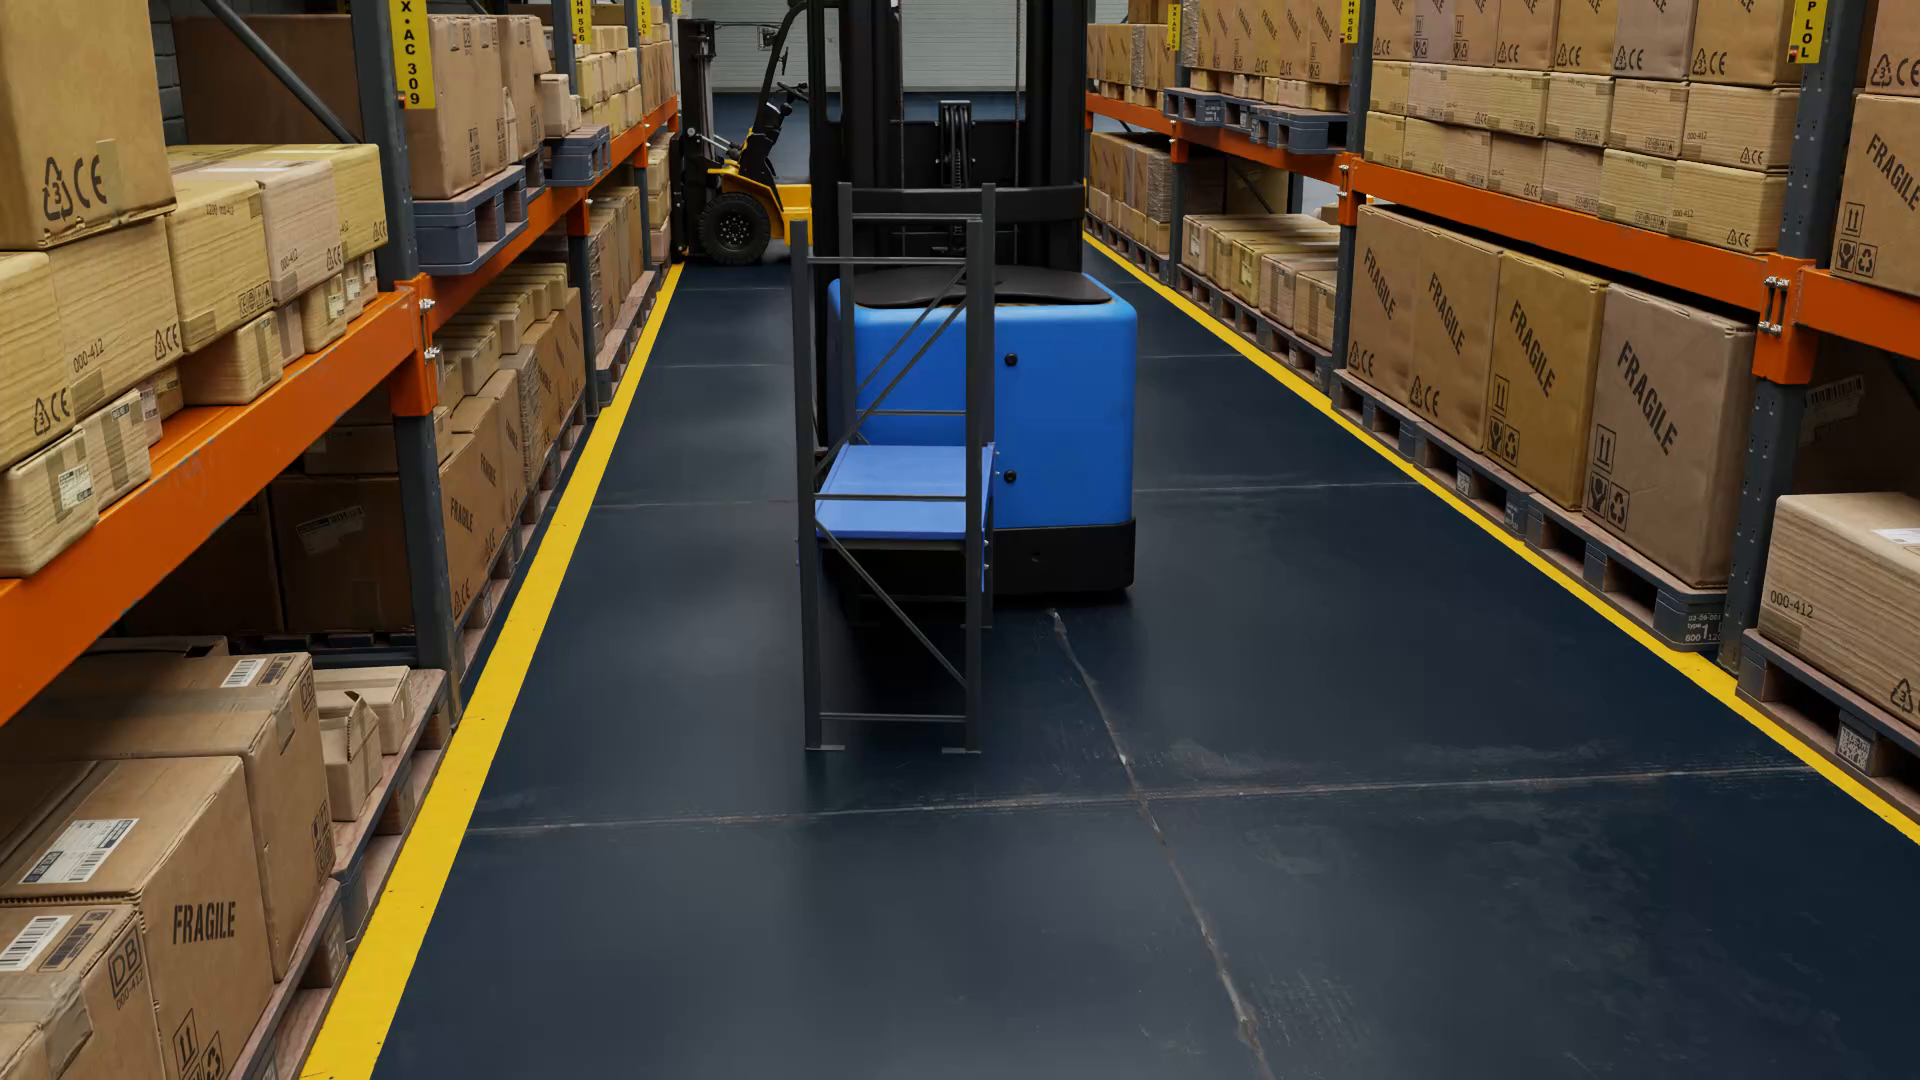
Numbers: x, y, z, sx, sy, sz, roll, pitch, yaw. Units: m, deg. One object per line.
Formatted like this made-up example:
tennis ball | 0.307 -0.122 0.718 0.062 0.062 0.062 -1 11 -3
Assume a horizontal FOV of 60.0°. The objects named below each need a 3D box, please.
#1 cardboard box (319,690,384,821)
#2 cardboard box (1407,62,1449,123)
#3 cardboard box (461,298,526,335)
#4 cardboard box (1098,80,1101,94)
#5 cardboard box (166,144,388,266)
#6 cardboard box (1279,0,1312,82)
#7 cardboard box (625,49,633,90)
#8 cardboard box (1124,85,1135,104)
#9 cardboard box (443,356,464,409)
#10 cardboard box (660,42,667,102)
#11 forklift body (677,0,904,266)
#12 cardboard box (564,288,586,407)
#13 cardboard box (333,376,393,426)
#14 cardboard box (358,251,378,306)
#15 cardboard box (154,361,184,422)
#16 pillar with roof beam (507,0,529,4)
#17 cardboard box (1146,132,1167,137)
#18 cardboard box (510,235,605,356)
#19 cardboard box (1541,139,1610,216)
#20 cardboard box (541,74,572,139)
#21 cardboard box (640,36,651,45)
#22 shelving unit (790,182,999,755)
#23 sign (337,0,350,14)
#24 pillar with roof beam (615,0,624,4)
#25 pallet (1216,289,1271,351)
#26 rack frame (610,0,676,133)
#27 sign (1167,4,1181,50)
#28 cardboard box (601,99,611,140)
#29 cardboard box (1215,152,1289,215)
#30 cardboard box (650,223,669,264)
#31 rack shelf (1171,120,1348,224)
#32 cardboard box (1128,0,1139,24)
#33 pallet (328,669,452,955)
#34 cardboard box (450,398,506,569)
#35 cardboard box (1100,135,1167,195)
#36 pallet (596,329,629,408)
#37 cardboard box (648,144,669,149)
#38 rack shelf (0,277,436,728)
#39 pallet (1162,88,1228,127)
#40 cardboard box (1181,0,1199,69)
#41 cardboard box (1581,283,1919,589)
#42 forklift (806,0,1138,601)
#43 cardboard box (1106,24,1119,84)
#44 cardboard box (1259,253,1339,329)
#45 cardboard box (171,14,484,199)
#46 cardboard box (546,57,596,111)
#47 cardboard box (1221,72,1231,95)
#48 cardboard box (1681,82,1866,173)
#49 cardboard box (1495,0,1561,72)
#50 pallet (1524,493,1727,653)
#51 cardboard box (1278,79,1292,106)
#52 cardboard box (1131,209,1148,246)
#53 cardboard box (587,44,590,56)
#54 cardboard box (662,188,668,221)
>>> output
cardboard box | -1.598 0.498 3.948 0.396 0.266 0.258 -1 17 -4
cardboard box | 2.399 -2.070 7.680 0.500 0.250 0.500 -1 17 -4
cardboard box | -2.044 -0.925 7.005 0.380 0.149 0.250 -2 18 -6
cardboard box | 1.544 -4.372 16.015 0.380 0.149 0.250 -2 18 -5
cardboard box | -1.689 -0.796 3.958 0.500 0.250 0.500 -1 17 -4
cardboard box | 2.152 -2.887 9.499 0.500 0.500 0.500 -2 18 -7
cardboard box | -2.445 -3.129 11.051 0.500 0.250 0.500 -2 18 -7
cardboard box | 1.623 -3.830 14.287 0.380 0.149 0.250 -2 18 -5
cardboard box | -1.942 -0.540 5.777 0.380 0.149 0.250 -2 18 -7
cardboard box | -2.813 -4.047 14.392 0.500 0.500 0.500 -2 18 -7
forklift body | -1.212 -3.531 14.335 2.313 2.155 1.214 -2 18 -6
cardboard box | -2.140 -0.950 8.167 0.500 0.500 0.500 -1 17 -4
cardboard box | -1.817 -0.442 4.970 0.380 0.149 0.250 -2 18 -7
cardboard box | -1.701 -0.663 4.200 0.380 0.149 0.250 -2 17 -5
cardboard box | -1.631 -0.275 2.963 0.380 0.149 0.250 -2 17 -5
pillar with roof beam | 0.235 -7.205 14.603 9.100 9.000 0.400 -2 18 -6
cardboard box | 2.057 -3.615 15.822 0.500 0.500 0.500 -2 18 -5
cardboard box | -2.448 -1.315 9.122 0.875 0.625 0.625 -1 17 -4
cardboard box | 2.571 -1.381 6.319 0.500 0.250 0.500 -2 18 -7
cardboard box | -1.966 -1.886 7.226 0.500 0.250 0.500 -3 18 -8
cardboard box | -2.615 -3.943 12.980 0.380 0.149 0.250 -1 17 -4
shelving unit | -0.164 -0.264 5.013 0.538 1.500 1.048 1 17 3
sign | -2.949 -2.596 8.005 0.100 0.325 0.005 -2 18 -6
pillar with roof beam | -1.003 -10.780 25.991 9.100 9.000 0.400 -2 18 -6
pallet | 2.338 -1.481 11.042 1.003 0.211 1.213 -2 18 -6
rack frame | -3.222 -4.445 15.828 1.000 3.000 0.127 -2 18 -6
sign | 1.588 -3.802 12.333 0.100 0.325 0.005 -2 18 -6
cardboard box | -2.307 -2.433 9.669 0.500 0.250 0.500 -2 18 -7
cardboard box | 2.335 -2.838 13.347 0.500 0.500 0.500 -1 17 -3
cardboard box | -2.530 -2.296 12.872 0.500 0.250 0.500 -2 18 -5
rack shelf | 2.333 -2.469 10.734 1.077 0.370 4.000 -2 18 -6
cardboard box | 1.984 -5.121 15.647 0.700 0.500 0.500 -2 18 -7
pallet | -1.915 0.665 4.206 1.003 0.211 1.213 -2 18 -6
cardboard box | -1.875 -0.187 5.737 0.500 0.500 0.500 -2 18 -6
cardboard box | 1.584 -3.434 15.245 0.500 0.500 0.500 -2 18 -8
pallet | -2.443 -0.978 9.439 1.003 0.211 1.213 -2 18 -6
cardboard box | -2.699 -3.230 14.177 0.500 0.250 0.500 -2 18 -7
rack shelf | -1.778 0.069 2.650 1.077 0.370 4.000 -2 18 -6
pallet | 2.061 -3.084 11.813 1.003 0.211 1.213 -2 18 -6
cardboard box | 1.890 -3.649 11.928 0.500 0.500 0.500 -1 17 -4
cardboard box | 2.809 -0.393 5.768 0.875 0.875 0.875 -1 17 -4
forklift | -0.082 -1.585 6.834 1.130 2.935 3.031 -2 18 -7
cardboard box | 1.598 -4.333 14.809 0.500 0.500 0.500 -2 18 -7
cardboard box | 2.407 -1.551 10.295 0.950 0.372 0.625 -2 18 -7
cardboard box | -1.812 -1.269 4.843 0.700 0.500 0.500 -1 17 -4
cardboard box | -2.175 -2.369 8.631 0.500 0.250 0.500 -2 18 -6
cardboard box | 1.977 -3.079 11.195 0.380 0.149 0.250 -2 17 -5
cardboard box | 2.665 -1.315 5.274 0.500 0.250 0.500 -2 18 -6
cardboard box | 2.495 -2.134 6.629 0.500 0.500 0.500 -1 17 -5
pallet | 2.798 0.079 6.074 1.003 0.211 1.213 -2 18 -6
cardboard box | 2.084 -2.613 9.712 0.380 0.149 0.250 -3 18 -8
cardboard box | 1.734 -2.622 13.912 0.500 0.250 0.500 -2 18 -7
cardboard box | -2.257 -2.756 9.196 0.380 0.149 0.250 -2 17 -5
cardboard box | -2.607 -2.684 13.273 0.500 0.250 0.500 -2 18 -6
